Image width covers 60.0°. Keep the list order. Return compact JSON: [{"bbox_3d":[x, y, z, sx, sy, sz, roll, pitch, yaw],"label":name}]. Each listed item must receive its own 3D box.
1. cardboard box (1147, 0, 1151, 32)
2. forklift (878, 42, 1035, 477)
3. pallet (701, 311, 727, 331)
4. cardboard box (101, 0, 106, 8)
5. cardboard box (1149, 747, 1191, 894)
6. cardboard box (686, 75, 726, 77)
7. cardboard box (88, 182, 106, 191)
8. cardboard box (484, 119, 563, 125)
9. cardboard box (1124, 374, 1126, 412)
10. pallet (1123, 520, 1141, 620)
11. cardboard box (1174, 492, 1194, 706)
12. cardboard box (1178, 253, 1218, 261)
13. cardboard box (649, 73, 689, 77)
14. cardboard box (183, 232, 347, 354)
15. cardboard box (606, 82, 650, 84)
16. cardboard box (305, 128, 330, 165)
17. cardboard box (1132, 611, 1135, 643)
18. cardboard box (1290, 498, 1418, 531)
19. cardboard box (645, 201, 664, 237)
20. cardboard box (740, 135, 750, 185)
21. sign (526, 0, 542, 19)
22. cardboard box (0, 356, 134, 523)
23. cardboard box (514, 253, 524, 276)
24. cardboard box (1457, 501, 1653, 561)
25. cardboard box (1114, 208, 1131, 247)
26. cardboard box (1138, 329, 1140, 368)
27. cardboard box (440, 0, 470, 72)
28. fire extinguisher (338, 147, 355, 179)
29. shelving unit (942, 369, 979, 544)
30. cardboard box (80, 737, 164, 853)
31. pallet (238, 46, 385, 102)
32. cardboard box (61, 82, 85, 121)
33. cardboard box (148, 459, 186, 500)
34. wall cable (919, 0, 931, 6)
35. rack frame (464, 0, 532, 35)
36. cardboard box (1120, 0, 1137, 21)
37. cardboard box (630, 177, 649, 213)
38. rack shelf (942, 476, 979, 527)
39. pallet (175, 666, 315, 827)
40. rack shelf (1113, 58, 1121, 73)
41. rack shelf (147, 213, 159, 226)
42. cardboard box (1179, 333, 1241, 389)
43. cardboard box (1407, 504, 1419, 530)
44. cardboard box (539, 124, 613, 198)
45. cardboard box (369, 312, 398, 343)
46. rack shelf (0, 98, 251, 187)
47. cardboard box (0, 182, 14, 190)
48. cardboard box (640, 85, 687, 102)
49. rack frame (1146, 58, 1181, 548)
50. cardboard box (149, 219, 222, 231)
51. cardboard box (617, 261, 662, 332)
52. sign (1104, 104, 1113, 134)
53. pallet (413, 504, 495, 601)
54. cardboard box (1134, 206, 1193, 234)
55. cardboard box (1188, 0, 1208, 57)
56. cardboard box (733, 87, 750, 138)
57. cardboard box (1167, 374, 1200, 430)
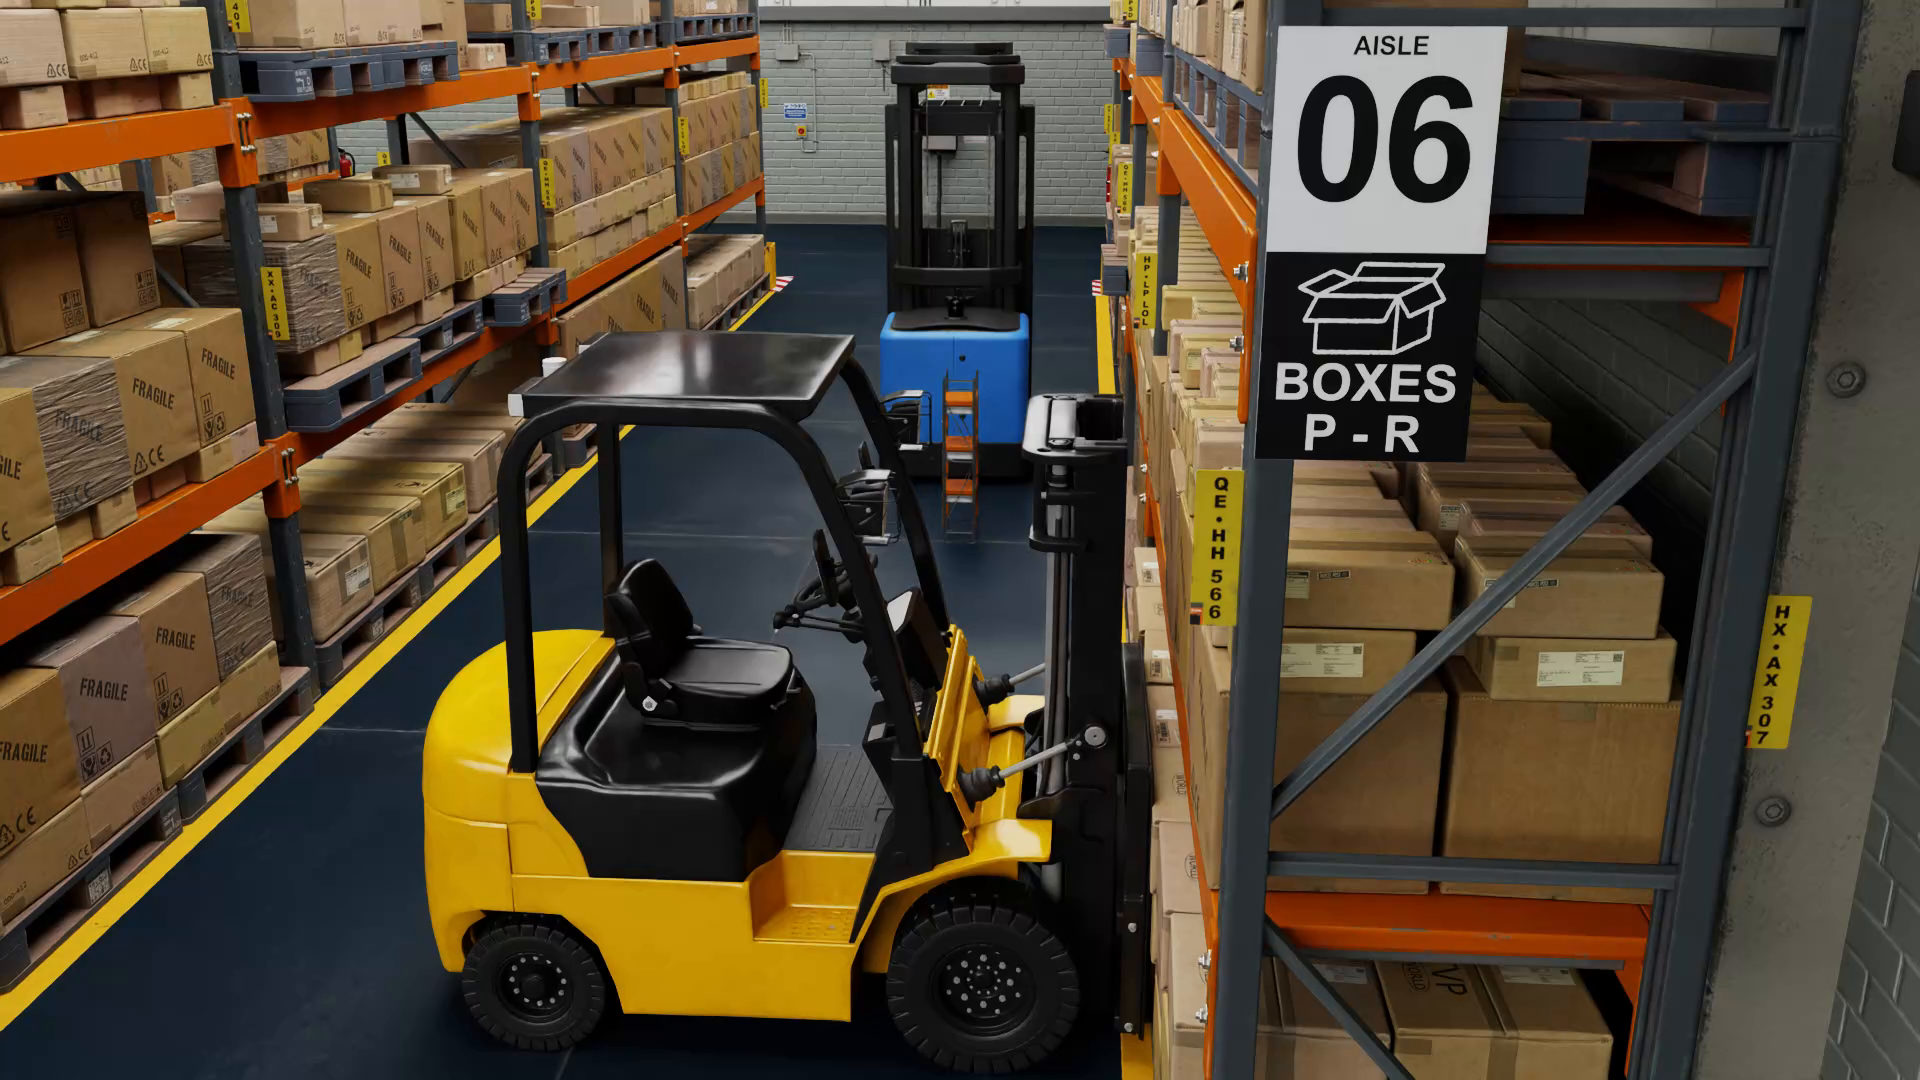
[{"bbox_3d":[1.260,-2.972,8.863,0.500,0.500,0.500,2,18,5],"label":"cardboard box"},{"bbox_3d":[0.009,-2.237,12.542,1.130,2.935,3.031,1,18,2],"label":"forklift"},{"bbox_3d":[-2.904,-2.049,16.337,1.003,0.211,1.213,1,18,4],"label":"pallet"},{"bbox_3d":[-3.465,-2.075,6.245,0.380,0.149,0.250,2,18,5],"label":"cardboard box"},{"bbox_3d":[0.833,0.863,5.106,0.500,0.250,0.500,2,18,5],"label":"cardboard box"},{"bbox_3d":[-2.653,-4.778,17.381,0.380,0.149,0.250,1,18,3],"label":"cardboard box"},{"bbox_3d":[-7.830,-3.090,14.766,0.380,0.149,0.250,1,18,4],"label":"cardboard box"},{"bbox_3d":[-3.433,-3.057,13.169,0.500,0.500,0.500,1,18,3],"label":"cardboard box"},{"bbox_3d":[1.525,-1.253,12.770,0.500,0.500,0.500,2,18,6],"label":"cardboard box"},{"bbox_3d":[1.440,0.170,9.564,1.003,0.211,1.213,1,18,4],"label":"pallet"},{"bbox_3d":[0.911,0.171,4.924,0.500,0.500,0.500,1,18,3],"label":"cardboard box"},{"bbox_3d":[1.206,-1.410,8.705,0.380,0.149,0.250,1,18,4],"label":"cardboard box"},{"bbox_3d":[-3.132,-4.947,17.897,0.380,0.149,0.250,2,18,6],"label":"cardboard box"},{"bbox_3d":[-3.290,-1.182,7.902,0.500,0.500,0.500,2,18,5],"label":"cardboard box"},{"bbox_3d":[-3.177,-4.309,15.948,0.380,0.149,0.250,1,18,3],"label":"cardboard box"},{"bbox_3d":[-7.470,-4.504,18.714,0.500,0.500,0.500,2,18,5],"label":"cardboard box"},{"bbox_3d":[0.999,0.468,7.117,0.500,0.250,0.500,1,18,4],"label":"cardboard box"},{"bbox_3d":[0.857,0.007,3.905,0.380,0.149,0.250,1,18,4],"label":"cardboard box"},{"bbox_3d":[-2.855,-2.765,14.285,0.500,0.250,0.500,1,18,3],"label":"cardboard box"},{"bbox_3d":[-2.571,-4.118,18.013,0.500,0.500,0.500,1,18,3],"label":"cardboard box"},{"bbox_3d":[-2.782,-3.556,10.809,0.100,0.325,0.005,1,18,4],"label":"sign"},{"bbox_3d":[-3.456,-0.379,6.124,0.500,0.500,0.500,2,18,5],"label":"cardboard box"},{"bbox_3d":[-3.059,-1.785,10.784,0.380,0.149,0.250,2,18,5],"label":"cardboard box"},{"bbox_3d":[1.373,0.019,3.867,0.380,0.149,0.250,2,18,6],"label":"cardboard box"},{"bbox_3d":[1.381,-2.251,12.041,0.500,0.250,0.500,0,18,1],"label":"cardboard box"},{"bbox_3d":[1.243,-1.107,9.224,0.500,0.250,0.500,2,18,6],"label":"cardboard box"},{"bbox_3d":[-3.401,-3.076,10.015,0.700,0.500,0.500,1,18,4],"label":"cardboard box"},{"bbox_3d":[-7.216,-4.315,19.497,0.296,0.674,0.183,1,18,4],"label":"fire extinguisher"},{"bbox_3d":[0.004,-0.516,10.310,0.215,1.050,0.252,1,18,4],"label":"shelving unit"},{"bbox_3d":[-3.453,0.965,6.401,0.500,0.250,0.500,2,18,5],"label":"cardboard box"},{"bbox_3d":[-3.459,-2.180,7.744,1.213,0.211,1.003,1,18,4],"label":"pallet"},{"bbox_3d":[-3.494,-1.622,6.142,0.380,0.149,0.250,1,18,2],"label":"cardboard box"},{"bbox_3d":[-3.436,-0.272,6.839,0.380,0.149,0.250,1,18,4],"label":"cardboard box"},{"bbox_3d":[0.903,-8.932,23.170,2.988,3.039,0.133,1,18,4],"label":"wall cable"},{"bbox_3d":[-3.323,-4.748,10.462,1.000,3.000,0.127,1,18,4],"label":"rack frame"},{"bbox_3d":[1.412,-4.021,12.629,0.380,0.149,0.250,2,18,5],"label":"cardboard box"},{"bbox_3d":[-2.885,-2.847,13.732,0.500,0.250,0.500,2,18,5],"label":"cardboard box"},{"bbox_3d":[0.004,-0.241,10.400,0.215,0.259,0.240,1,18,4],"label":"rack shelf"},{"bbox_3d":[-3.623,0.880,7.399,1.003,0.211,1.213,1,18,4],"label":"pallet"},{"bbox_3d":[2.058,-4.735,16.393,1.077,0.370,4.000,1,18,4],"label":"rack shelf"},{"bbox_3d":[-8.124,-2.256,13.645,1.077,0.370,4.000,1,18,4],"label":"rack shelf"},{"bbox_3d":[0.972,-0.628,5.844,0.380,0.149,0.250,1,18,3],"label":"cardboard box"},{"bbox_3d":[1.396,0.003,4.393,0.380,0.149,0.250,1,18,2],"label":"cardboard box"},{"bbox_3d":[-2.966,-2.882,12.635,0.500,0.500,0.500,2,18,5],"label":"cardboard box"},{"bbox_3d":[-3.224,-1.146,8.831,0.380,0.149,0.250,2,18,5],"label":"cardboard box"},{"bbox_3d":[-3.753,-1.117,5.354,1.077,0.370,4.000,1,18,4],"label":"rack shelf"},{"bbox_3d":[-7.926,-2.827,13.486,0.380,0.149,0.250,2,18,6],"label":"cardboard box"},{"bbox_3d":[-2.753,-4.143,15.440,0.380,0.149,0.250,2,18,5],"label":"cardboard box"},{"bbox_3d":[1.341,-0.545,7.270,1.000,3.000,0.127,1,18,4],"label":"rack frame"},{"bbox_3d":[-3.771,-1.346,8.401,0.500,0.500,0.500,1,18,4],"label":"cardboard box"},{"bbox_3d":[-3.058,-1.854,14.003,0.875,0.875,0.875,2,18,6],"label":"cardboard box"},{"bbox_3d":[1.660,-4.696,18.546,0.100,0.325,0.005,1,18,4],"label":"sign"},{"bbox_3d":[-3.471,0.048,9.936,1.003,0.211,1.213,1,18,4],"label":"pallet"},{"bbox_3d":[1.311,-2.051,10.662,0.380,0.149,0.250,2,18,6],"label":"cardboard box"},{"bbox_3d":[0.932,-1.700,5.356,0.396,0.266,0.258,1,18,3],"label":"cardboard box"},{"bbox_3d":[-2.555,-4.586,17.837,0.500,0.500,0.500,1,18,4],"label":"cardboard box"},{"bbox_3d":[0.936,-0.489,5.897,0.380,0.149,0.250,1,18,3],"label":"cardboard box"}]
